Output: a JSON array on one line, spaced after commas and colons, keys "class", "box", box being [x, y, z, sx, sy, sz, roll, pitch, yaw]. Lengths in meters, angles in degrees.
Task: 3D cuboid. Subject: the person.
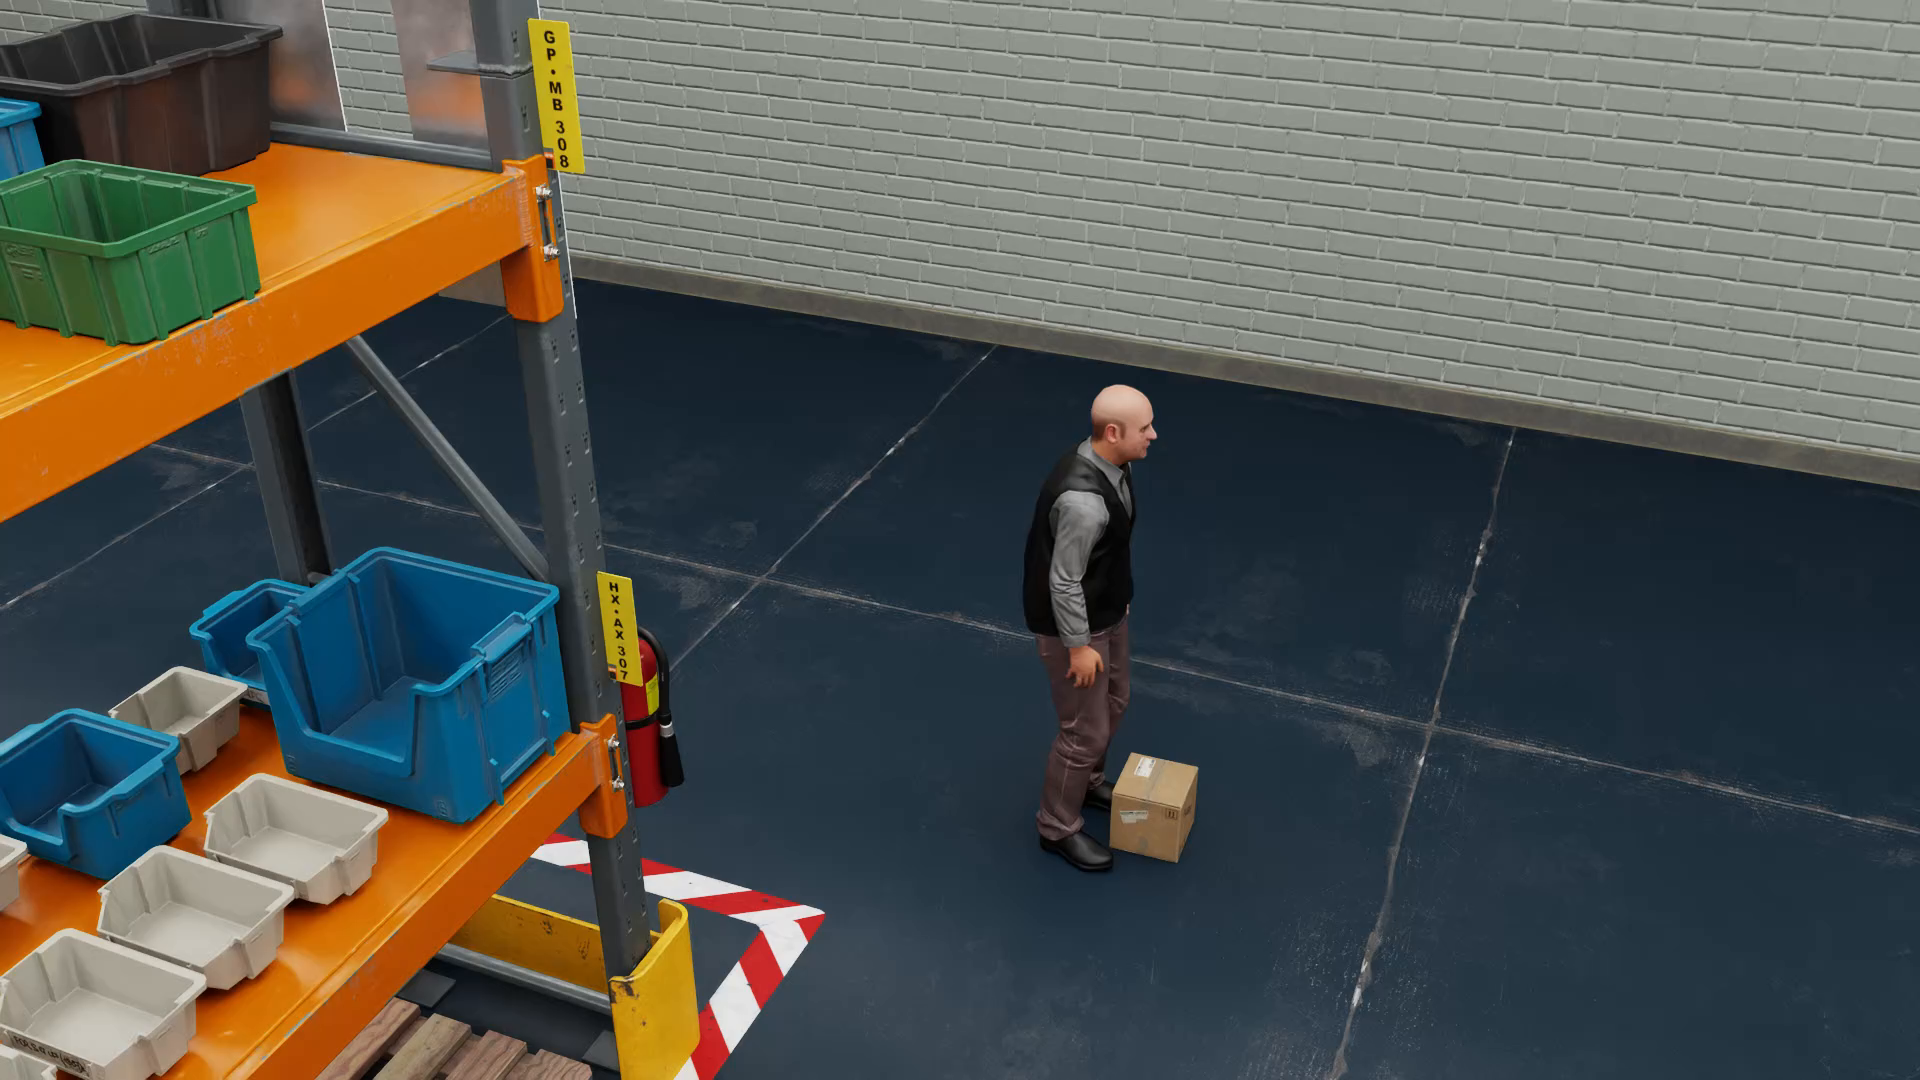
[{"class": "person", "box": [0.429, 0.265, 5.683, 0.421, 1.720, 0.588, 9, 31, 16]}]
